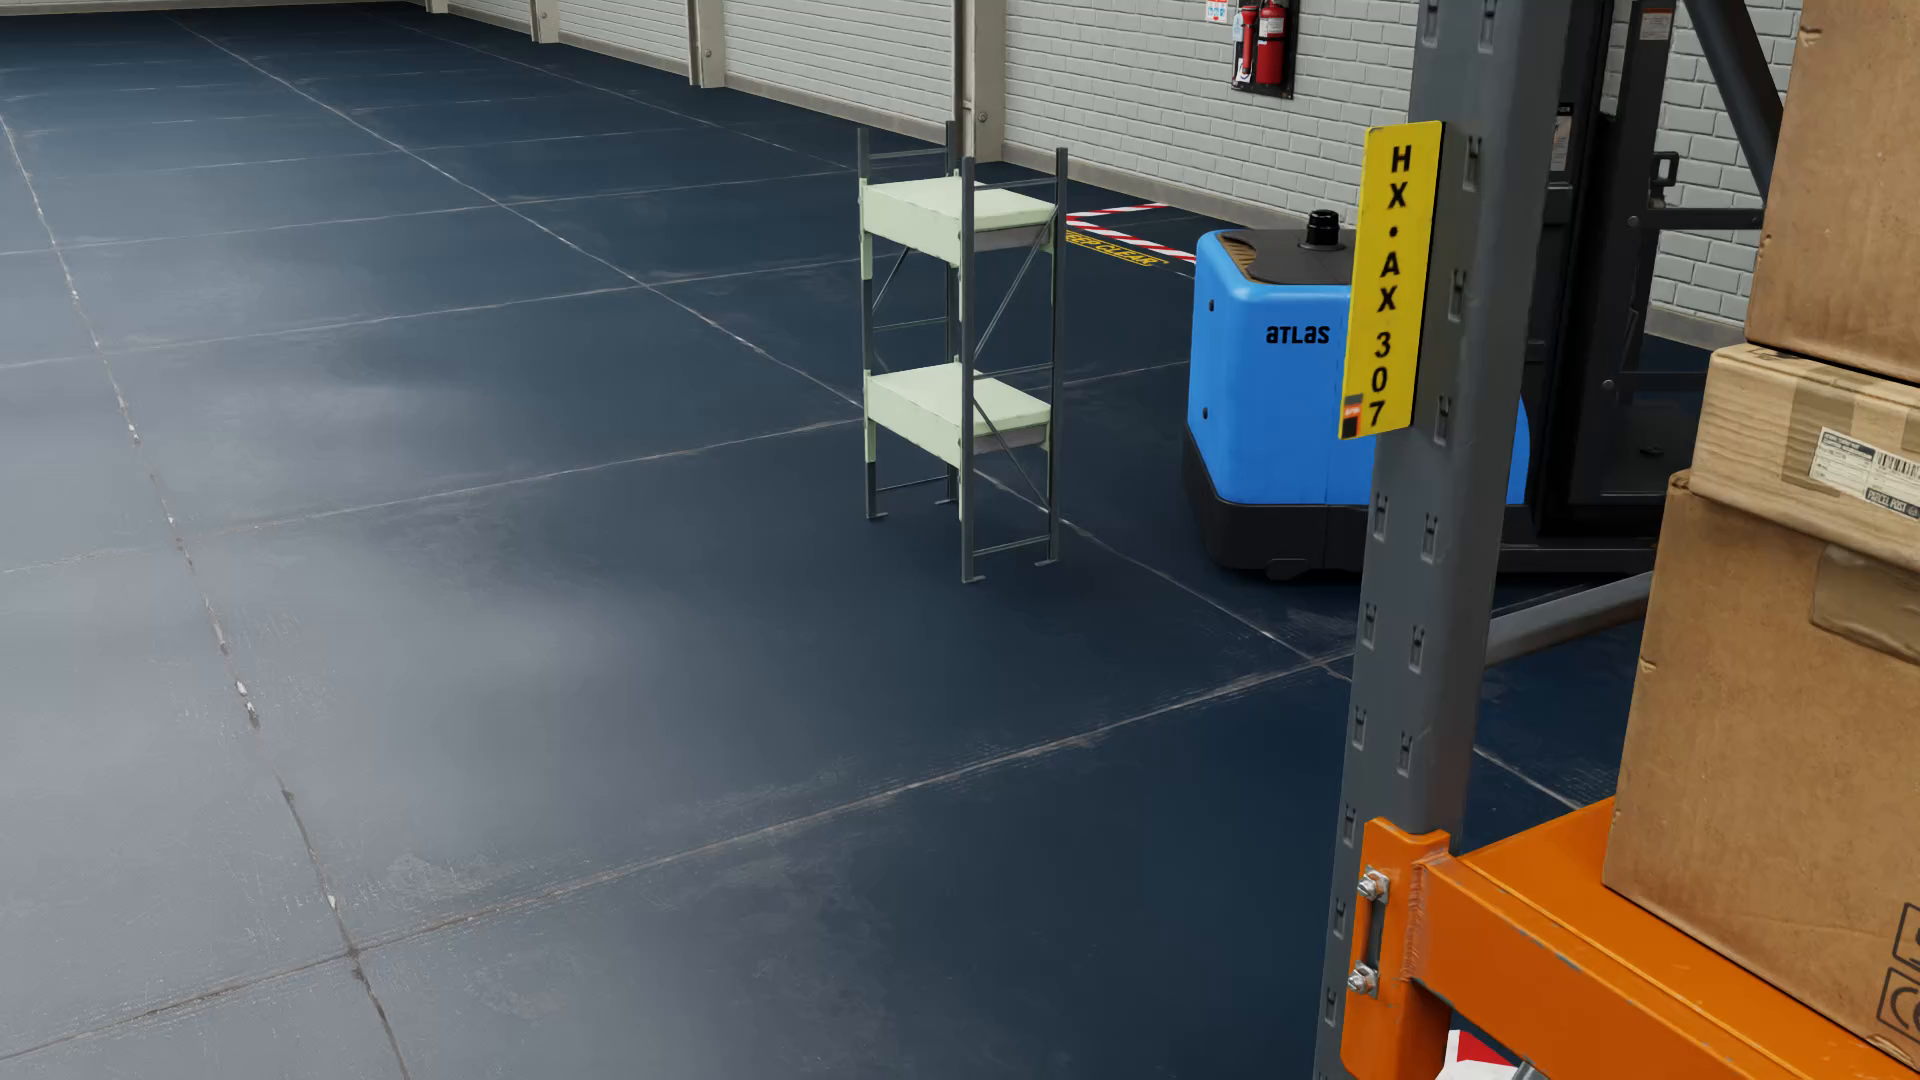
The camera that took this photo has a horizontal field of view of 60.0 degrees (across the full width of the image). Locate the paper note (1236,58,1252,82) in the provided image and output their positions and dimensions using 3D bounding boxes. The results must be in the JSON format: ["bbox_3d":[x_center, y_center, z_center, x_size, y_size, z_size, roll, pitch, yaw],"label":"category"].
[{"bbox_3d":[1.958,-3.239,11.466,0.016,0.148,0.142,-13,25,-28],"label":"paper note"}]

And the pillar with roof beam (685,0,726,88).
[{"bbox_3d":[-6.612,-8.605,15.530,9.100,9.000,0.400,-13,25,-28],"label":"pillar with roof beam"}]

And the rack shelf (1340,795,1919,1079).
[{"bbox_3d":[1.947,1.048,0.705,1.077,0.370,4.000,-13,25,-28],"label":"rack shelf"}]

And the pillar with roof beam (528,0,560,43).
[{"bbox_3d":[-9.677,-10.547,20.309,9.100,9.000,0.400,-13,25,-28],"label":"pillar with roof beam"}]

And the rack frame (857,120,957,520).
[{"bbox_3d":[-0.190,-0.815,6.326,0.400,1.500,0.023,-13,25,-28],"label":"rack frame"}]

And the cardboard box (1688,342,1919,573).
[{"bbox_3d":[0.941,-0.111,1.607,0.380,0.149,0.250,-13,25,-29],"label":"cardboard box"}]

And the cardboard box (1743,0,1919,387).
[{"bbox_3d":[1.180,-0.409,1.480,0.700,0.500,0.500,-13,25,-28],"label":"cardboard box"}]

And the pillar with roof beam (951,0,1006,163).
[{"bbox_3d":[-3.547,-6.662,10.752,9.100,9.000,0.400,-13,25,-28],"label":"pillar with roof beam"}]

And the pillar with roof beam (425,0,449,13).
[{"bbox_3d":[-12.742,-12.489,25.087,9.100,9.000,0.400,-13,25,-28],"label":"pillar with roof beam"}]

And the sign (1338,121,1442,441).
[{"bbox_3d":[0.445,-0.266,1.727,0.100,0.325,0.005,-13,25,-28],"label":"sign"}]

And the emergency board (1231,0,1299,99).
[{"bbox_3d":[1.989,-3.576,11.126,0.194,1.169,0.643,-13,25,-28],"label":"emergency board"}]

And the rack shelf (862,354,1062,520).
[{"bbox_3d":[-0.003,-0.395,6.157,0.431,0.370,0.720,-13,25,-28],"label":"rack shelf"}]

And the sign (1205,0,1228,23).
[{"bbox_3d":[1.795,-3.792,11.609,0.001,0.329,0.234,-13,25,-28],"label":"sign"}]

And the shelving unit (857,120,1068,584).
[{"bbox_3d":[-0.003,-0.697,6.034,0.431,1.500,0.755,-13,25,-28],"label":"shelving unit"}]

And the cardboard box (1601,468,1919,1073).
[{"bbox_3d":[1.153,0.174,1.766,0.700,0.500,0.500,-13,25,-28],"label":"cardboard box"}]

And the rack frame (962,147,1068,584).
[{"bbox_3d":[0.184,-0.578,5.743,0.400,1.500,0.023,-13,25,-28],"label":"rack frame"}]

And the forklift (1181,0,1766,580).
[{"bbox_3d":[2.413,-1.386,5.830,3.031,2.935,1.130,0,22,0],"label":"forklift"}]

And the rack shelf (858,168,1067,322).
[{"bbox_3d":[-0.003,-1.058,5.887,0.431,0.370,0.720,-13,25,-28],"label":"rack shelf"}]
